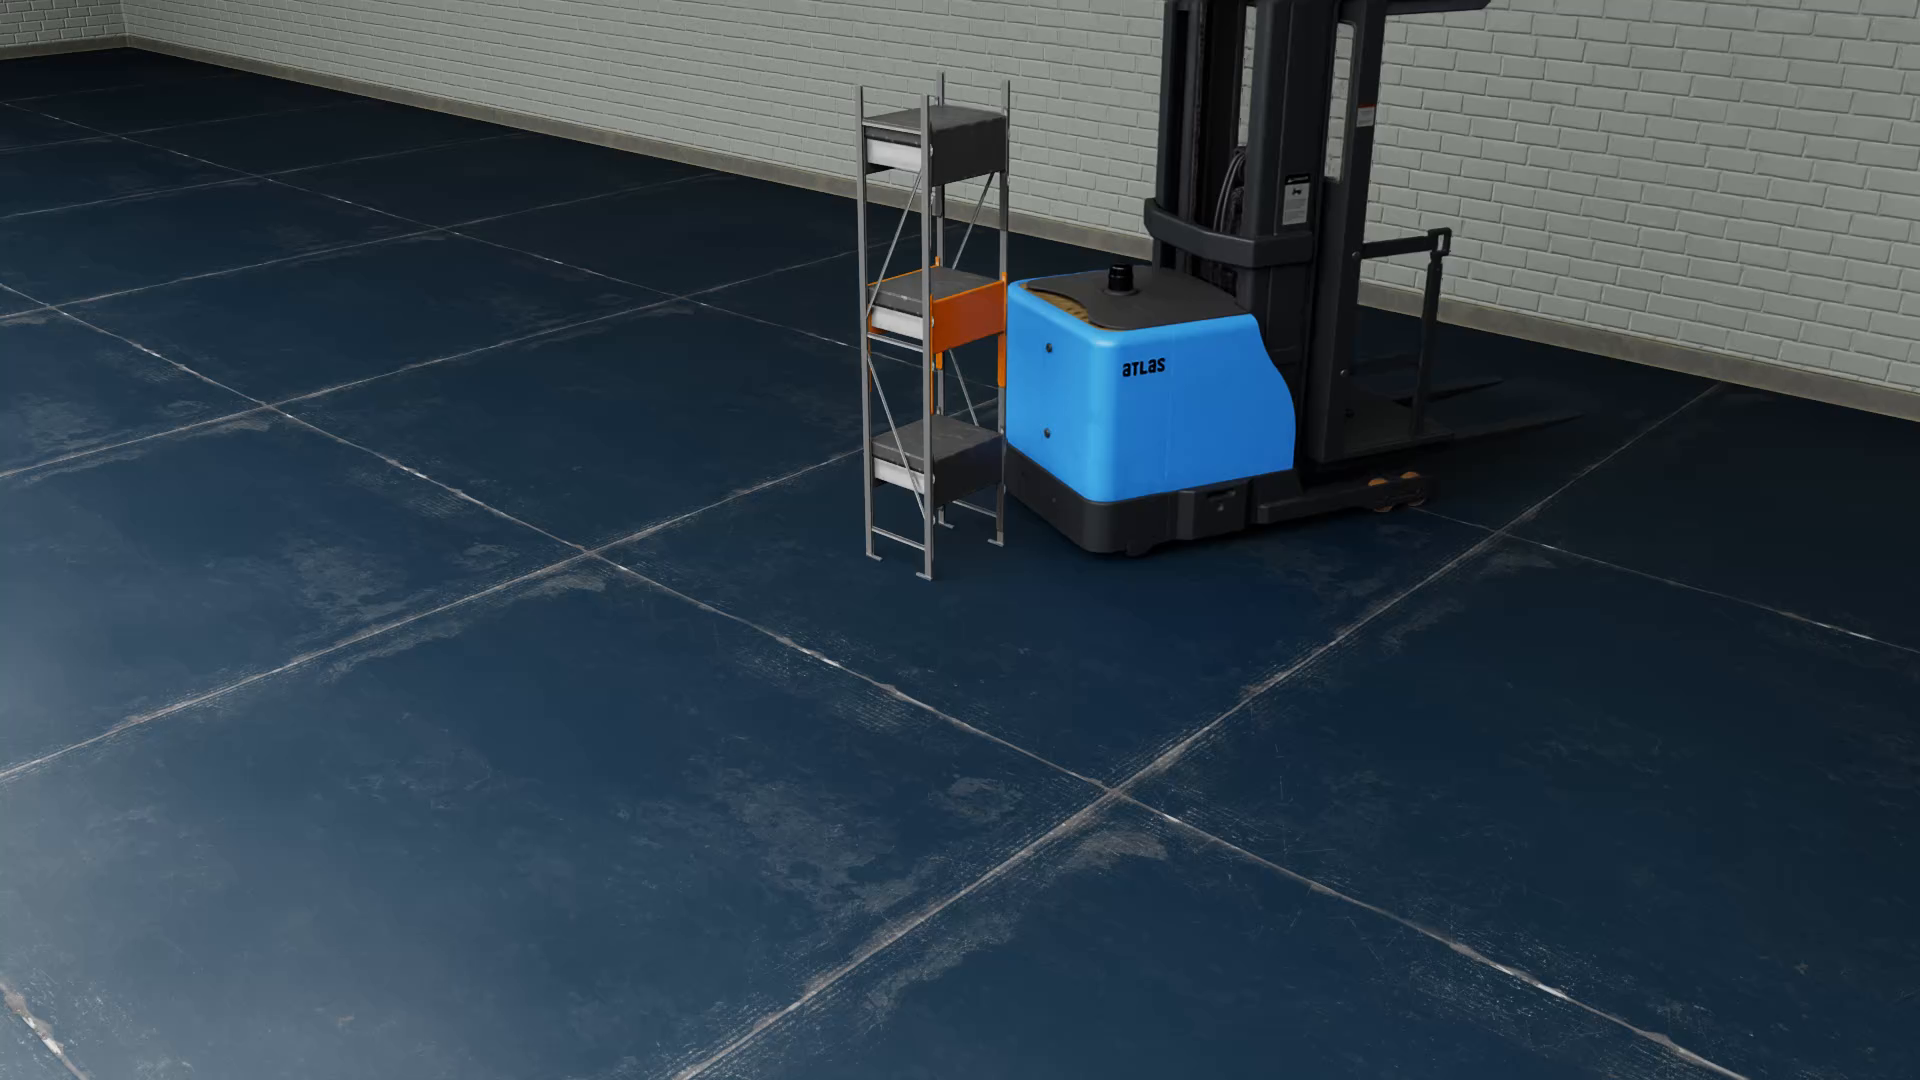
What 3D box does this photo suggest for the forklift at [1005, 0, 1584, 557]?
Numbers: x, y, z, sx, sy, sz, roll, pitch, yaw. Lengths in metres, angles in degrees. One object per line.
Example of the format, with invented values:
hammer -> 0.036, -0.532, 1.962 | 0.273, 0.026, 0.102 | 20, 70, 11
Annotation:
forklift -> 1.743, -1.653, 7.854 | 3.031, 2.935, 1.130 | -11, 26, -23

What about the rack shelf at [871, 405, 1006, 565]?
rack shelf -> -0.110, -0.256, 7.500 | 0.431, 0.518, 0.480 | 20, 31, 38

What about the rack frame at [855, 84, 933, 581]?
rack frame -> -0.273, -0.833, 7.042 | 0.400, 2.100, 0.015 | 20, 31, 38

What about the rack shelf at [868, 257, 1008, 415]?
rack shelf -> -0.110, -0.895, 7.214 | 0.431, 0.518, 0.480 | 20, 31, 38

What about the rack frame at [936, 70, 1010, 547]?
rack frame -> 0.052, -0.982, 7.374 | 0.400, 2.100, 0.015 | 20, 31, 38

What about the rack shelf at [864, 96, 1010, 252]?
rack shelf -> -0.110, -1.534, 6.927 | 0.431, 0.518, 0.480 | 20, 31, 38

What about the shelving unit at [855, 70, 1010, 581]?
shelving unit -> -0.110, -0.908, 7.208 | 0.431, 2.100, 0.503 | 20, 31, 38
